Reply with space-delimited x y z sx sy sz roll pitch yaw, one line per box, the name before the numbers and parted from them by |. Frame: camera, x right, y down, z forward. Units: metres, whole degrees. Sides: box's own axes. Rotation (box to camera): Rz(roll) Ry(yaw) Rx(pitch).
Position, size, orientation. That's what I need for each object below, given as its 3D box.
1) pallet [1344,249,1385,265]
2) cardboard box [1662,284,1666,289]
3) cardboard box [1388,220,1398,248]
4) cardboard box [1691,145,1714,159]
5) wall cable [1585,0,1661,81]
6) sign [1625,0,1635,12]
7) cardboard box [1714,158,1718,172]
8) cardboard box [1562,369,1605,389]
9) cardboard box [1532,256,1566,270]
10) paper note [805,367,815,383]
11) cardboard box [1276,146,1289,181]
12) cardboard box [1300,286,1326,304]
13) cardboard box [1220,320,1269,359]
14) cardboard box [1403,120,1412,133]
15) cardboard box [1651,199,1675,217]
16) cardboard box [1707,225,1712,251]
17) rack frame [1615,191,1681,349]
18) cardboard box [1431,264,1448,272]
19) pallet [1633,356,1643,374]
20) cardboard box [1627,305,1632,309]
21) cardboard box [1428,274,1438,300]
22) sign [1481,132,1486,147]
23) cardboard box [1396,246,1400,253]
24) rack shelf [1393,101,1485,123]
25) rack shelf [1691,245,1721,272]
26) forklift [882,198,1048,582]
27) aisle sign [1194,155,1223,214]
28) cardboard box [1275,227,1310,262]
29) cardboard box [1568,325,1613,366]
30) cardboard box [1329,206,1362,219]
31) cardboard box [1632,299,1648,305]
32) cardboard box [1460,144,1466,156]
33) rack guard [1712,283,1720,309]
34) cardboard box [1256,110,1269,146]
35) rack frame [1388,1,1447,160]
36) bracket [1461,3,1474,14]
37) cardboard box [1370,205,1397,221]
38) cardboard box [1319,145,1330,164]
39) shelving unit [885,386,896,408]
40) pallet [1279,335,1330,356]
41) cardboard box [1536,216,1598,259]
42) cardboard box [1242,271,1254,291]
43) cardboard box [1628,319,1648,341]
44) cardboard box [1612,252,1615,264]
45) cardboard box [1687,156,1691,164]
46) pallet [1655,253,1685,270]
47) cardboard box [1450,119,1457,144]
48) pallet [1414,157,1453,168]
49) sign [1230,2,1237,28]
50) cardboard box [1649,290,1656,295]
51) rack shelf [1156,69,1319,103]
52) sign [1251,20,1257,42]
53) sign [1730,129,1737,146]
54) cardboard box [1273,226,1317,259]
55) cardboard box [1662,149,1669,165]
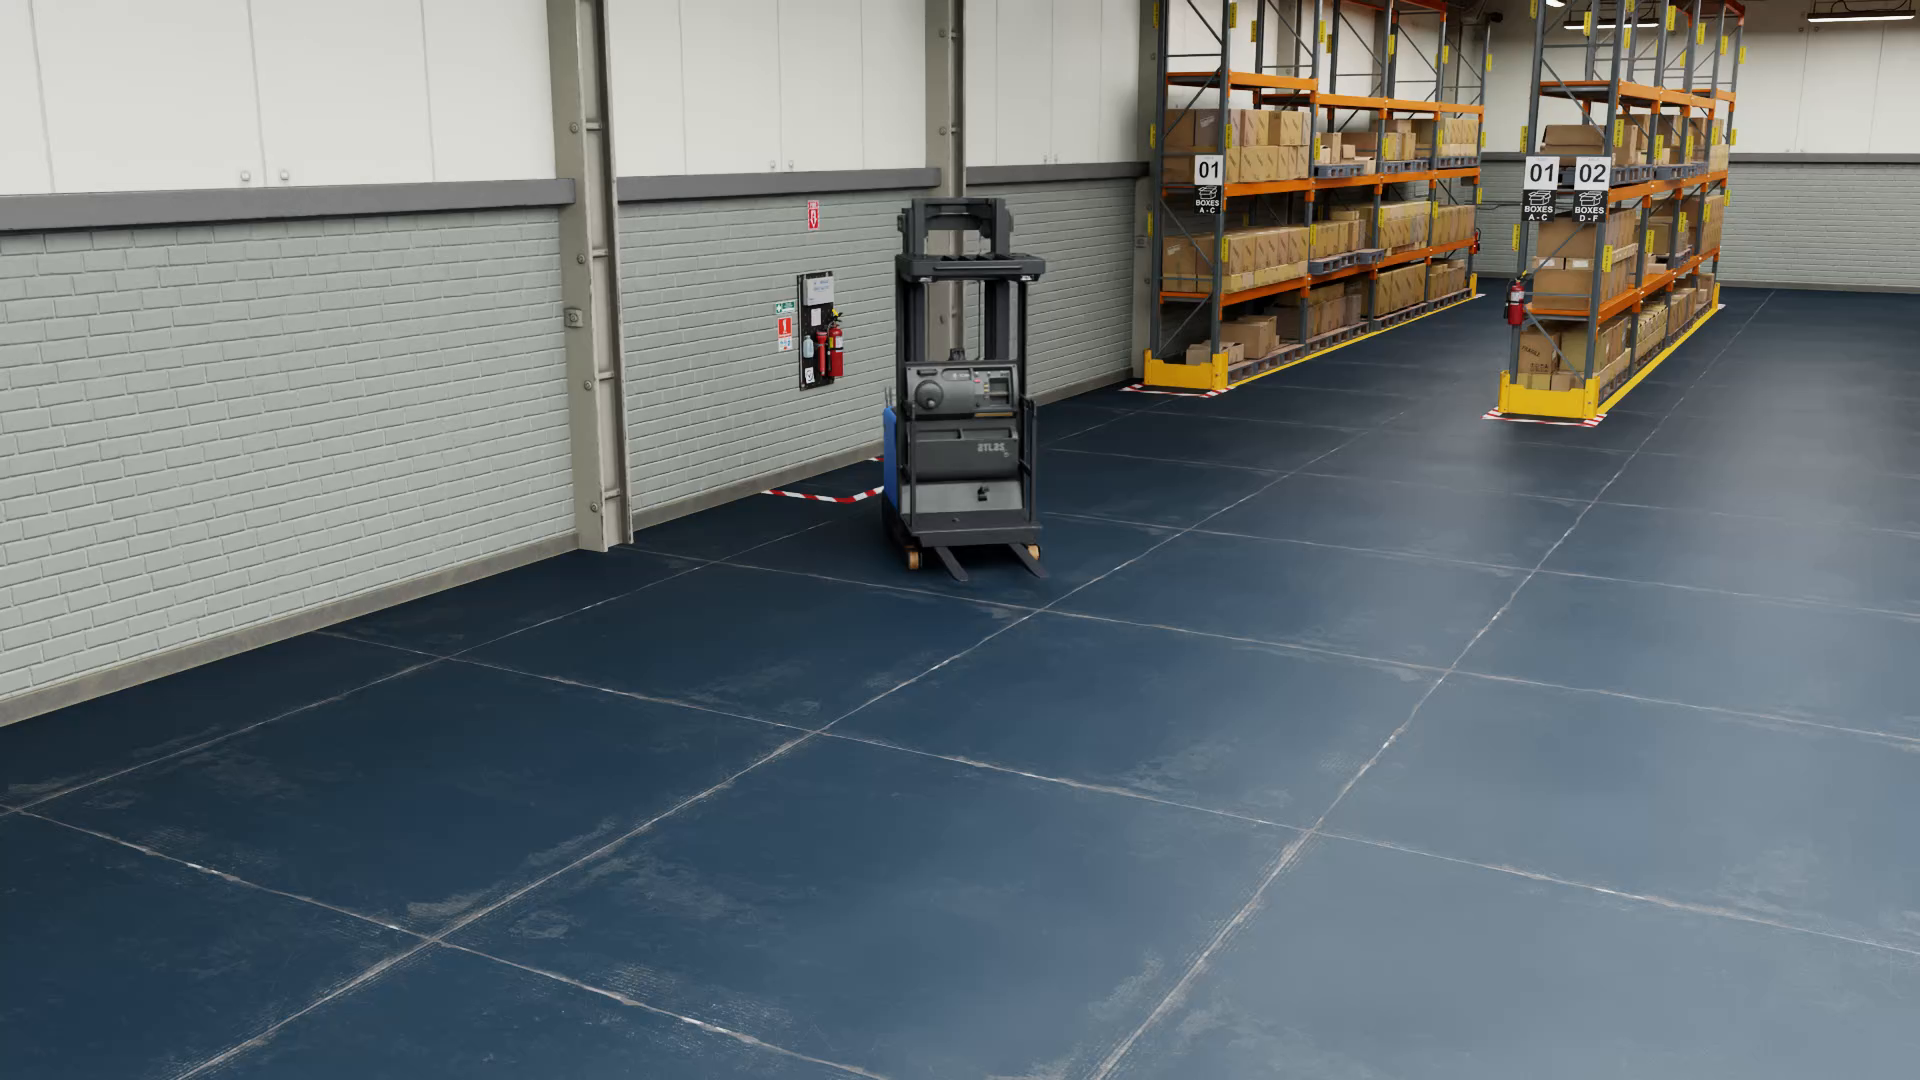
pallet | 6.775 -5.023 29.379 1.213 0.211 1.003 7 15 28
cardboard box | 13.326 -4.683 31.951 0.500 0.500 0.500 7 15 28
cardboard box | 7.747 -5.655 30.698 0.500 0.500 0.500 8 16 30
cardboard box | 13.751 -7.235 30.996 0.500 0.250 0.500 7 15 28
wall cable | 16.309 -11.592 39.263 3.097 2.526 0.112 7 15 28
sign | 7.980 -6.456 19.782 0.100 0.325 0.005 7 15 28
cardboard box | 14.238 -7.196 31.904 0.500 0.250 0.500 7 15 28
cardboard box | 8.190 -2.128 21.932 0.500 0.250 0.500 7 15 28
cardboard box | 7.515 -3.537 21.207 0.380 0.149 0.250 7 15 27
paper note | -1.534 -1.685 17.001 0.016 0.148 0.142 7 15 28
cardboard box | 4.575 -5.619 24.783 0.500 0.500 0.500 7 15 26
cardboard box | 5.892 -4.168 28.217 0.500 0.250 0.500 7 15 26
cardboard box | 4.246 -3.026 25.078 0.700 0.500 0.500 6 15 25
cardboard box | 8.420 -8.015 32.227 0.500 0.250 0.500 9 16 32
cardboard box | 13.316 -6.203 31.515 0.500 0.500 0.500 7 15 28
cardboard box | 14.272 -5.865 32.248 0.500 0.500 0.500 7 15 28
rack frame | 11.365 -4.714 27.688 1.000 3.000 0.127 7 15 28
cardboard box | 9.989 -5.698 34.823 0.380 0.149 0.250 7 15 26
pallet | 9.753 -2.694 25.256 1.003 0.211 1.213 7 15 28
cardboard box | 10.854 -3.780 27.587 0.500 0.311 0.500 8 16 30
cardboard box | 9.411 -5.226 34.249 0.700 0.500 0.500 8 16 29
sign | 11.362 -8.702 36.108 0.100 0.325 0.005 7 15 28
cardboard box | 8.120 -5.520 31.521 0.380 0.149 0.250 7 15 28
rack shelf | 9.927 -8.878 34.547 1.077 0.370 4.000 7 15 28
rack shelf | 14.265 -5.595 32.878 1.077 0.370 4.000 7 15 28
forklift | 0.060 -1.268 13.540 1.130 2.935 3.031 -2 14 -10
aisle sign | 3.387 -4.848 22.698 0.394 0.787 0.004 7 15 28
cardboard box | 5.135 -4.623 25.988 0.500 0.500 0.500 7 15 28
cardboard box | 8.422 -2.597 22.275 0.500 0.500 0.500 7 15 28
cardboard box | 7.019 -5.965 30.384 0.500 0.250 0.500 8 16 30
cardboard box | 11.611 -3.931 28.835 0.500 0.500 0.500 8 16 30
cardboard box | 10.274 -8.160 34.789 0.500 0.250 0.500 7 15 26
rack guard | 15.195 -5.125 34.724 1.175 0.500 0.348 7 15 28
cardboard box | 4.083 -5.891 23.780 0.500 0.500 0.500 8 16 30
rack frame | 8.960 -9.012 32.713 1.000 3.000 0.127 7 15 28
bracket | 11.552 -12.109 37.880 0.235 0.232 0.430 7 15 28
cardboard box | 7.731 -6.016 30.599 0.500 0.250 0.500 7 15 27
cardboard box | 5.725 -6.303 27.170 0.500 0.311 0.500 8 16 30
shelving unit | -0.531 -0.818 15.330 0.258 1.200 0.189 -3 4 -14
pallet | 5.468 -3.258 27.599 1.003 0.211 1.213 7 15 28
cardboard box | 7.760 -3.857 21.152 0.700 0.500 0.500 7 15 28
cardboard box | 3.912 -3.743 23.934 0.500 0.250 0.500 7 15 26
cardboard box | 10.095 -3.192 25.149 0.500 0.311 0.500 7 15 27
cardboard box | 8.496 -3.757 22.122 0.380 0.149 0.250 7 15 27
cardboard box | 12.044 -6.526 28.588 0.910 0.500 0.500 7 15 28
pallet | 11.631 -4.768 28.320 1.213 0.211 1.003 7 15 28
cardboard box | 9.793 -8.319 33.849 0.500 0.500 0.500 7 15 27
pallet | 9.365 -7.677 33.767 1.003 0.211 1.213 7 15 28
sign | 3.634 -6.981 22.128 0.100 0.325 0.005 7 15 28
cardboard box | 12.126 -4.518 29.670 0.500 0.250 0.500 7 15 27
rack shelf | 4.126 -6.609 24.288 1.077 0.370 4.000 7 15 28
sign | 4.604 -7.963 26.033 0.100 0.325 0.005 7 15 28
sign | 15.708 -8.177 33.763 0.100 0.325 0.005 7 15 28
cardboard box | 5.369 -4.817 26.962 0.700 0.500 0.500 7 15 28
cardboard box | 10.957 -6.095 26.437 0.500 0.250 0.500 8 16 30
